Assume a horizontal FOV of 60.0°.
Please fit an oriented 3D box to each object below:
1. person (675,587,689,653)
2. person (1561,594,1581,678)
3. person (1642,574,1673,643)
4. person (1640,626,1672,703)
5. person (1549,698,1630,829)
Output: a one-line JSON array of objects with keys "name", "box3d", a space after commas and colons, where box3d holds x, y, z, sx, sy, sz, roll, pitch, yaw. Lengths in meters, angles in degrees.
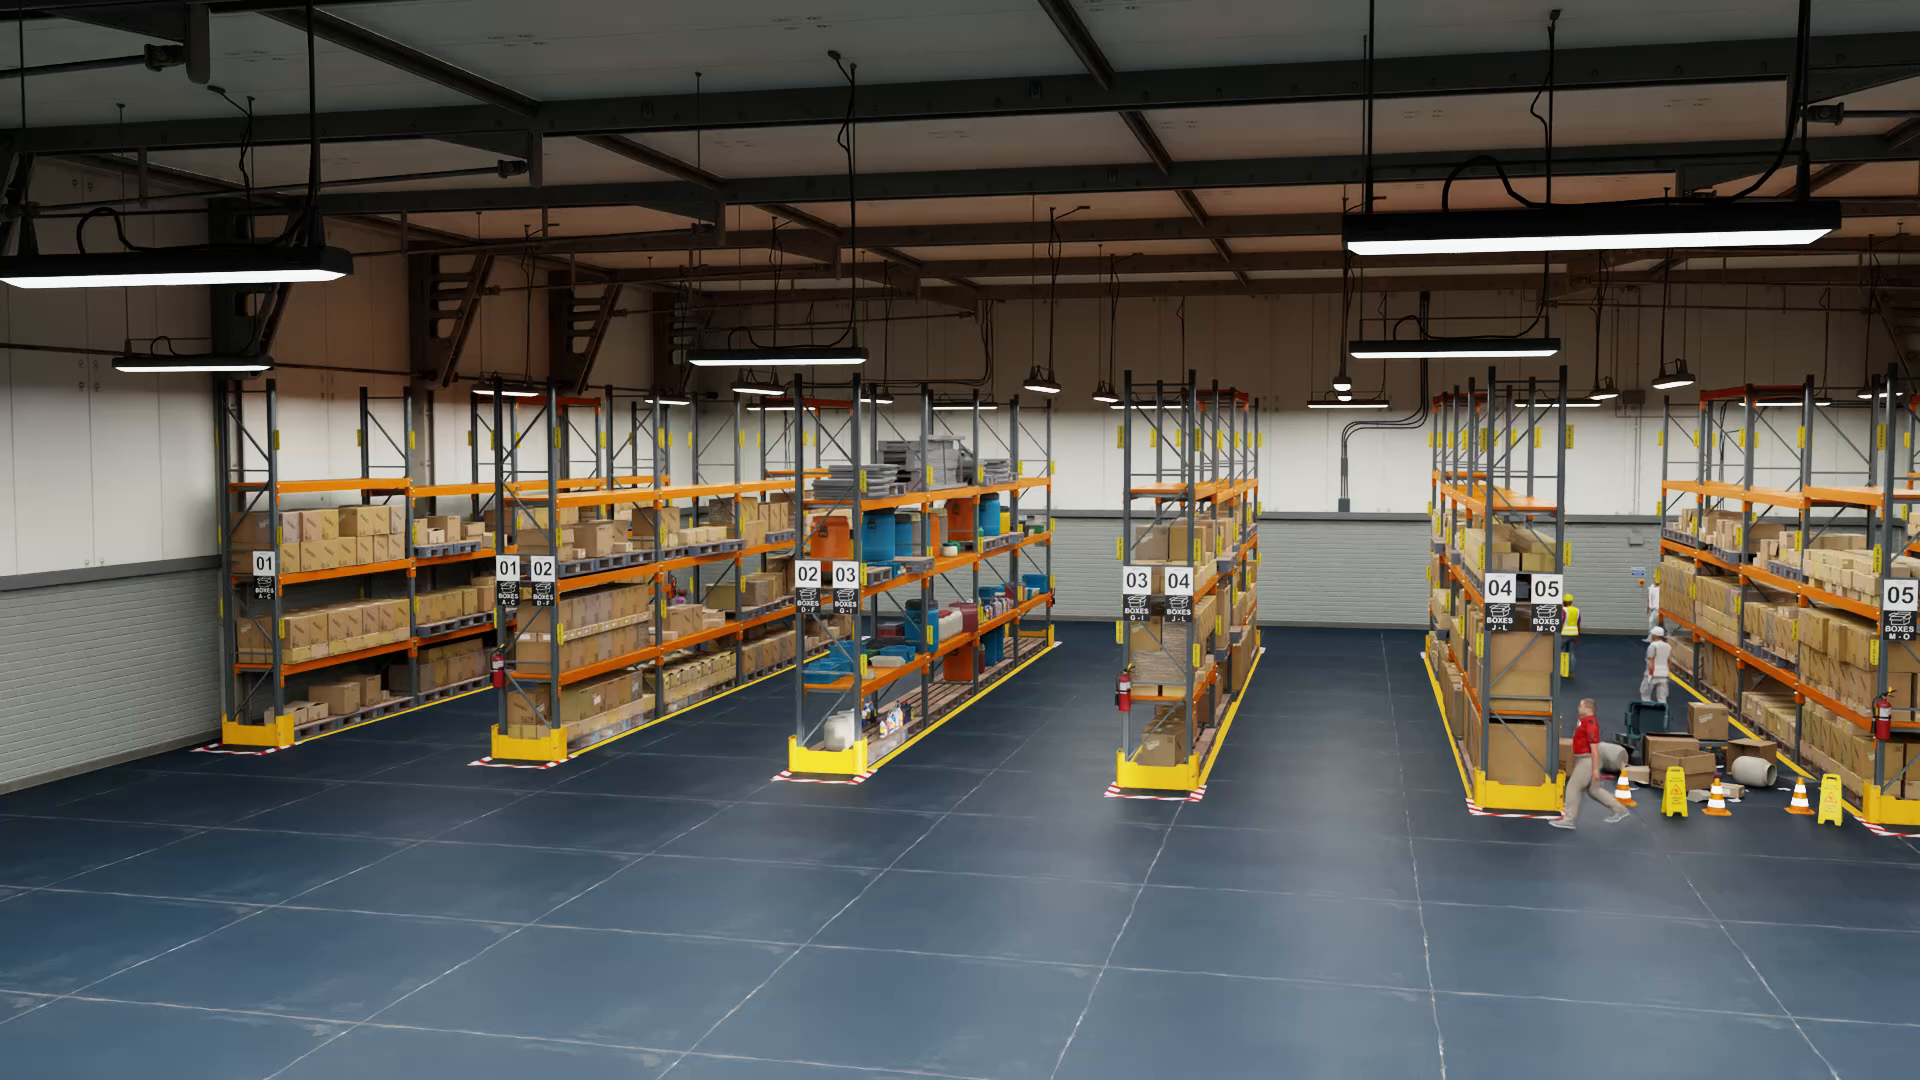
[{"name": "person", "box3d": [-6.473, 1.892, 38.574, 0.435, 1.598, 0.454, -3, 5, -41]}, {"name": "person", "box3d": [12.784, 2.030, 35.002, 0.612, 1.785, 0.407, -1, 4, -20]}, {"name": "person", "box3d": [17.229, 1.670, 41.047, 0.956, 1.733, 0.562, -1, 4, -14]}, {"name": "person", "box3d": [12.058, 2.399, 28.681, 0.512, 1.807, 0.542, 0, 3, 2]}, {"name": "person", "box3d": [8.101, 2.870, 21.343, 1.019, 1.679, 0.539, 1, 4, 12]}]
